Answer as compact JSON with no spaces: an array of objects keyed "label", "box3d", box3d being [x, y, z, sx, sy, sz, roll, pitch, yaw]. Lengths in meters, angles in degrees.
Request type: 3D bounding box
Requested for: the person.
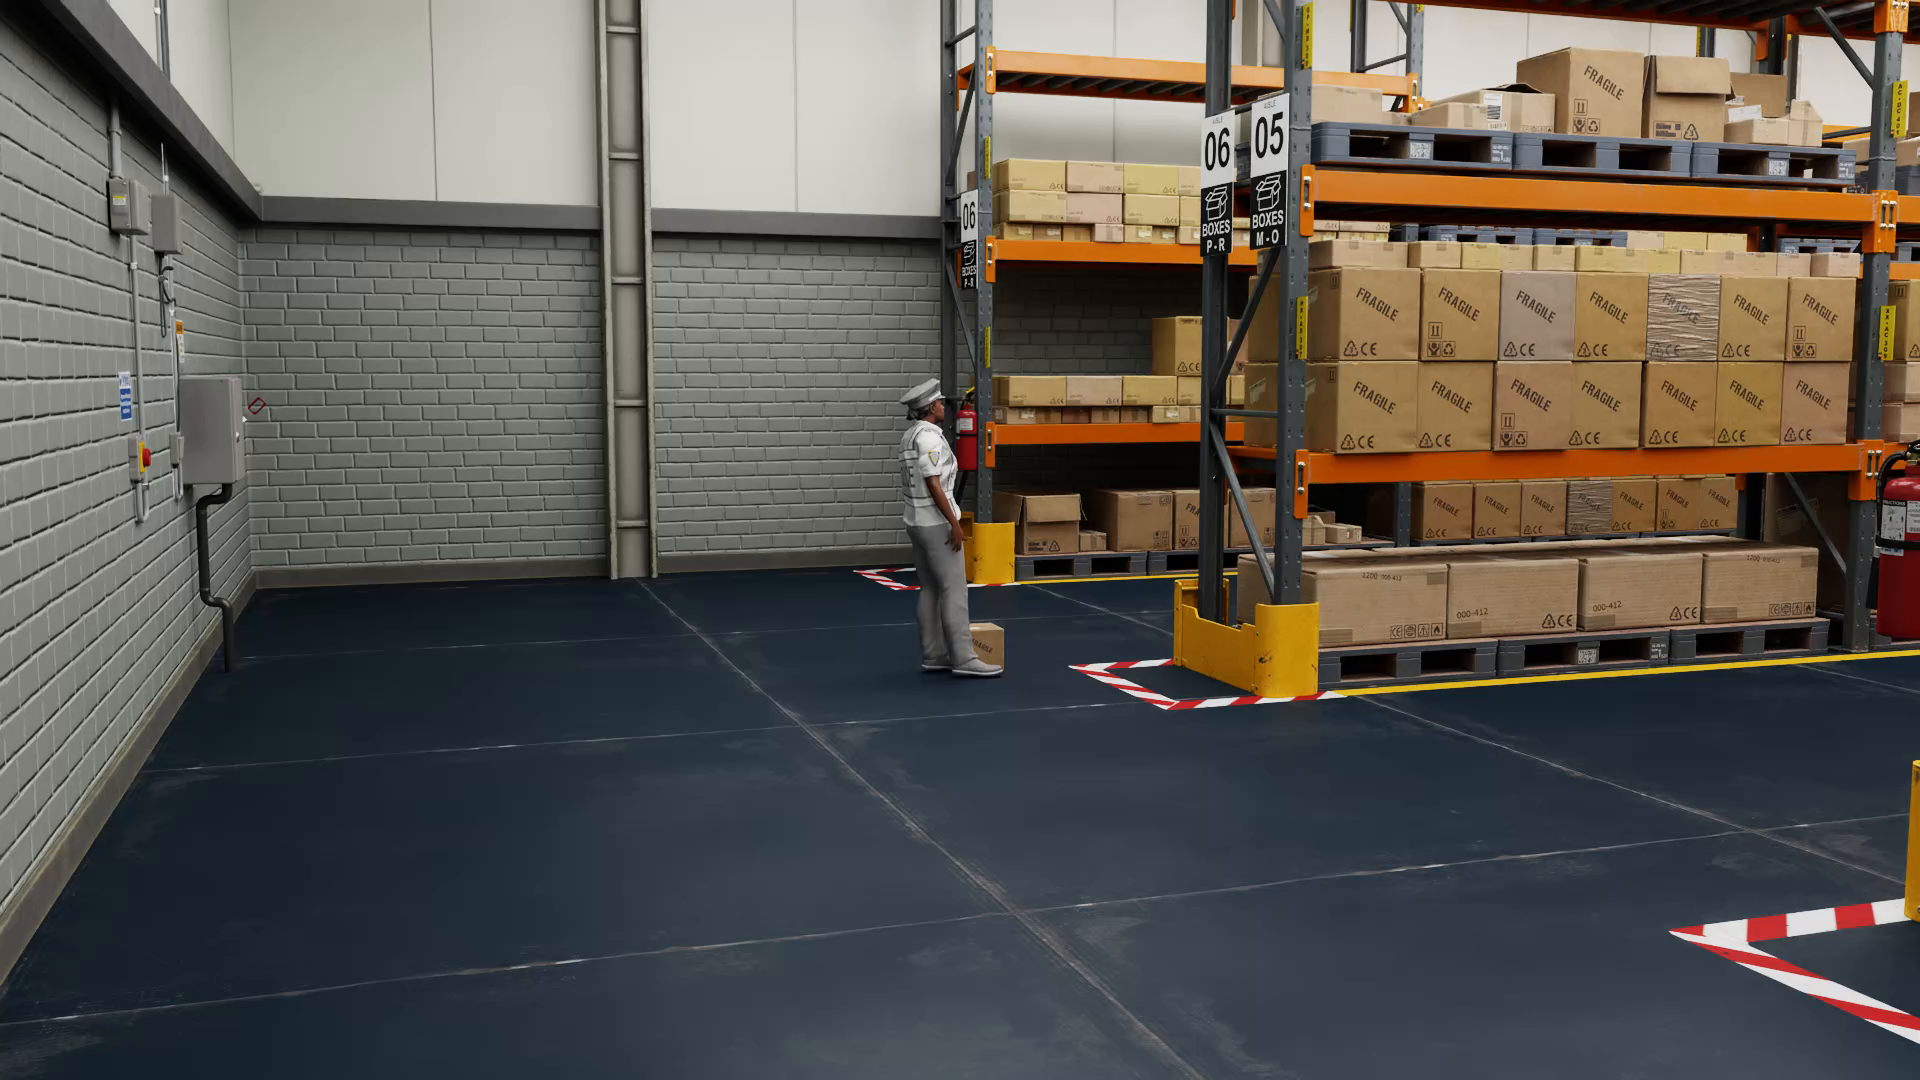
[{"label":"person","box3d":[-0.080,-0.081,9.615,0.529,1.693,0.570,-2,6,-19]}]
